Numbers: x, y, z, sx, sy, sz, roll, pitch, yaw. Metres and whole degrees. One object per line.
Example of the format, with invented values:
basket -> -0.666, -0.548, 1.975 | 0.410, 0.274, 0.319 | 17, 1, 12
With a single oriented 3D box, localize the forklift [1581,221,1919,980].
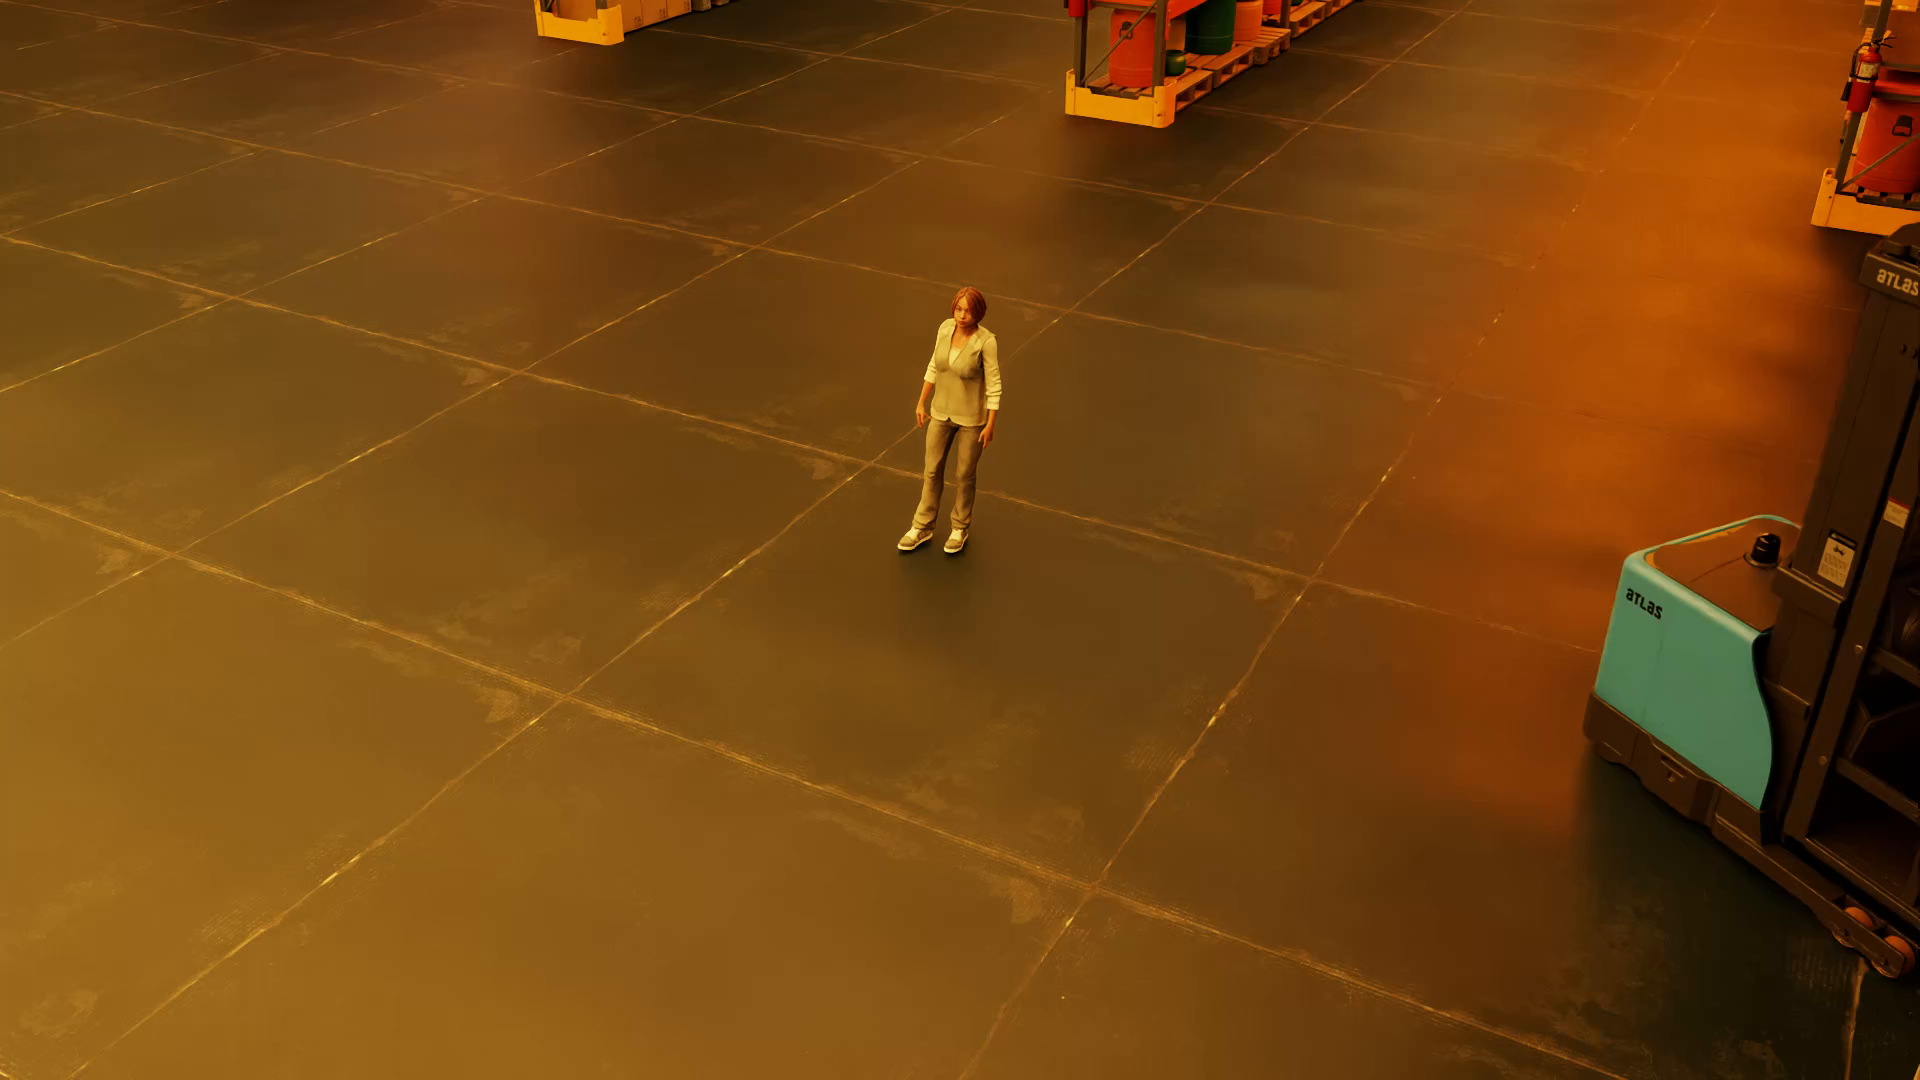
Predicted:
forklift -> 4.175, 0.283, 6.580 | 1.130, 2.935, 3.031 | -14, 33, -22

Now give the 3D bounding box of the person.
person -> -0.048, -0.669, 9.550 | 0.520, 1.597, 0.475 | 15, 33, 25
